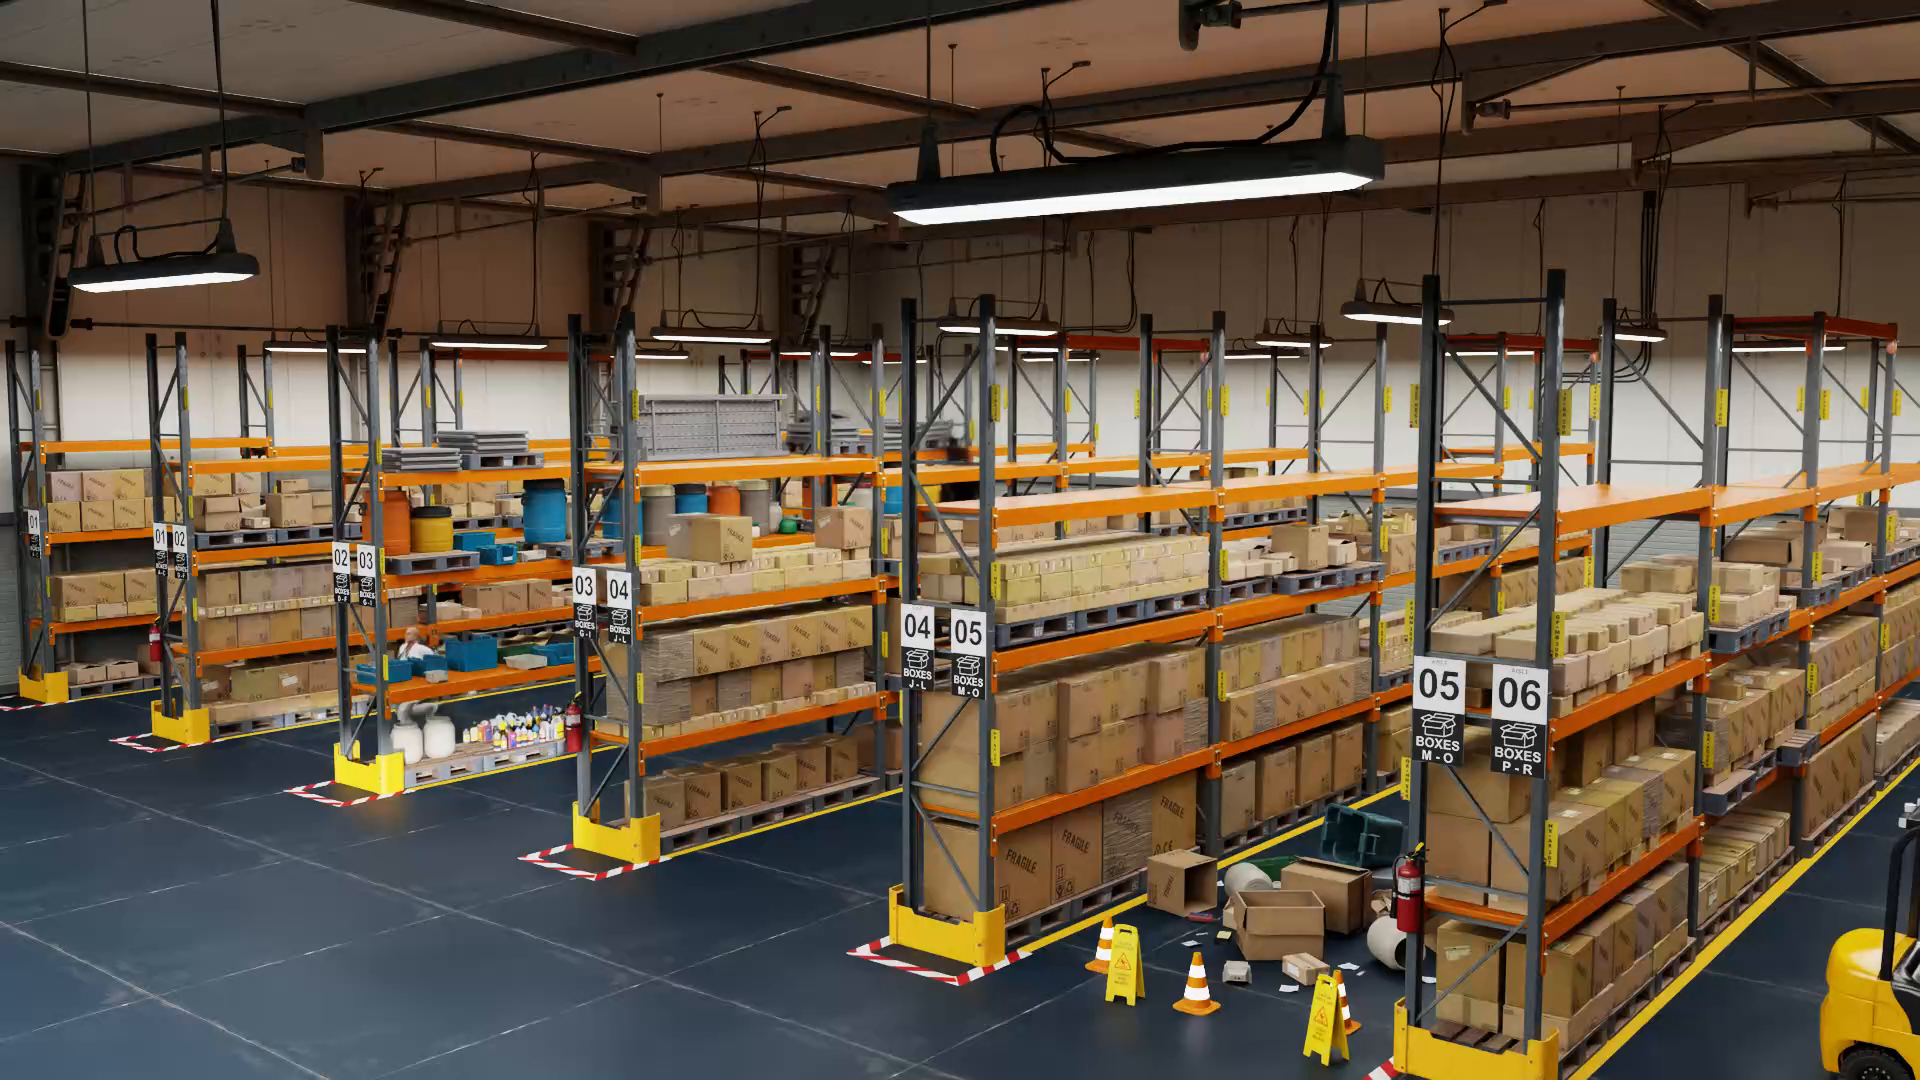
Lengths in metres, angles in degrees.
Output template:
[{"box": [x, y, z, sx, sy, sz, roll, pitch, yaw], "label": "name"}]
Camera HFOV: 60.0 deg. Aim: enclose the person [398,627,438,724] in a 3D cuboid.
[{"box": [-7.965, 2.139, 24.277, 0.714, 1.750, 0.922, 3, 6, 33], "label": "person"}]
